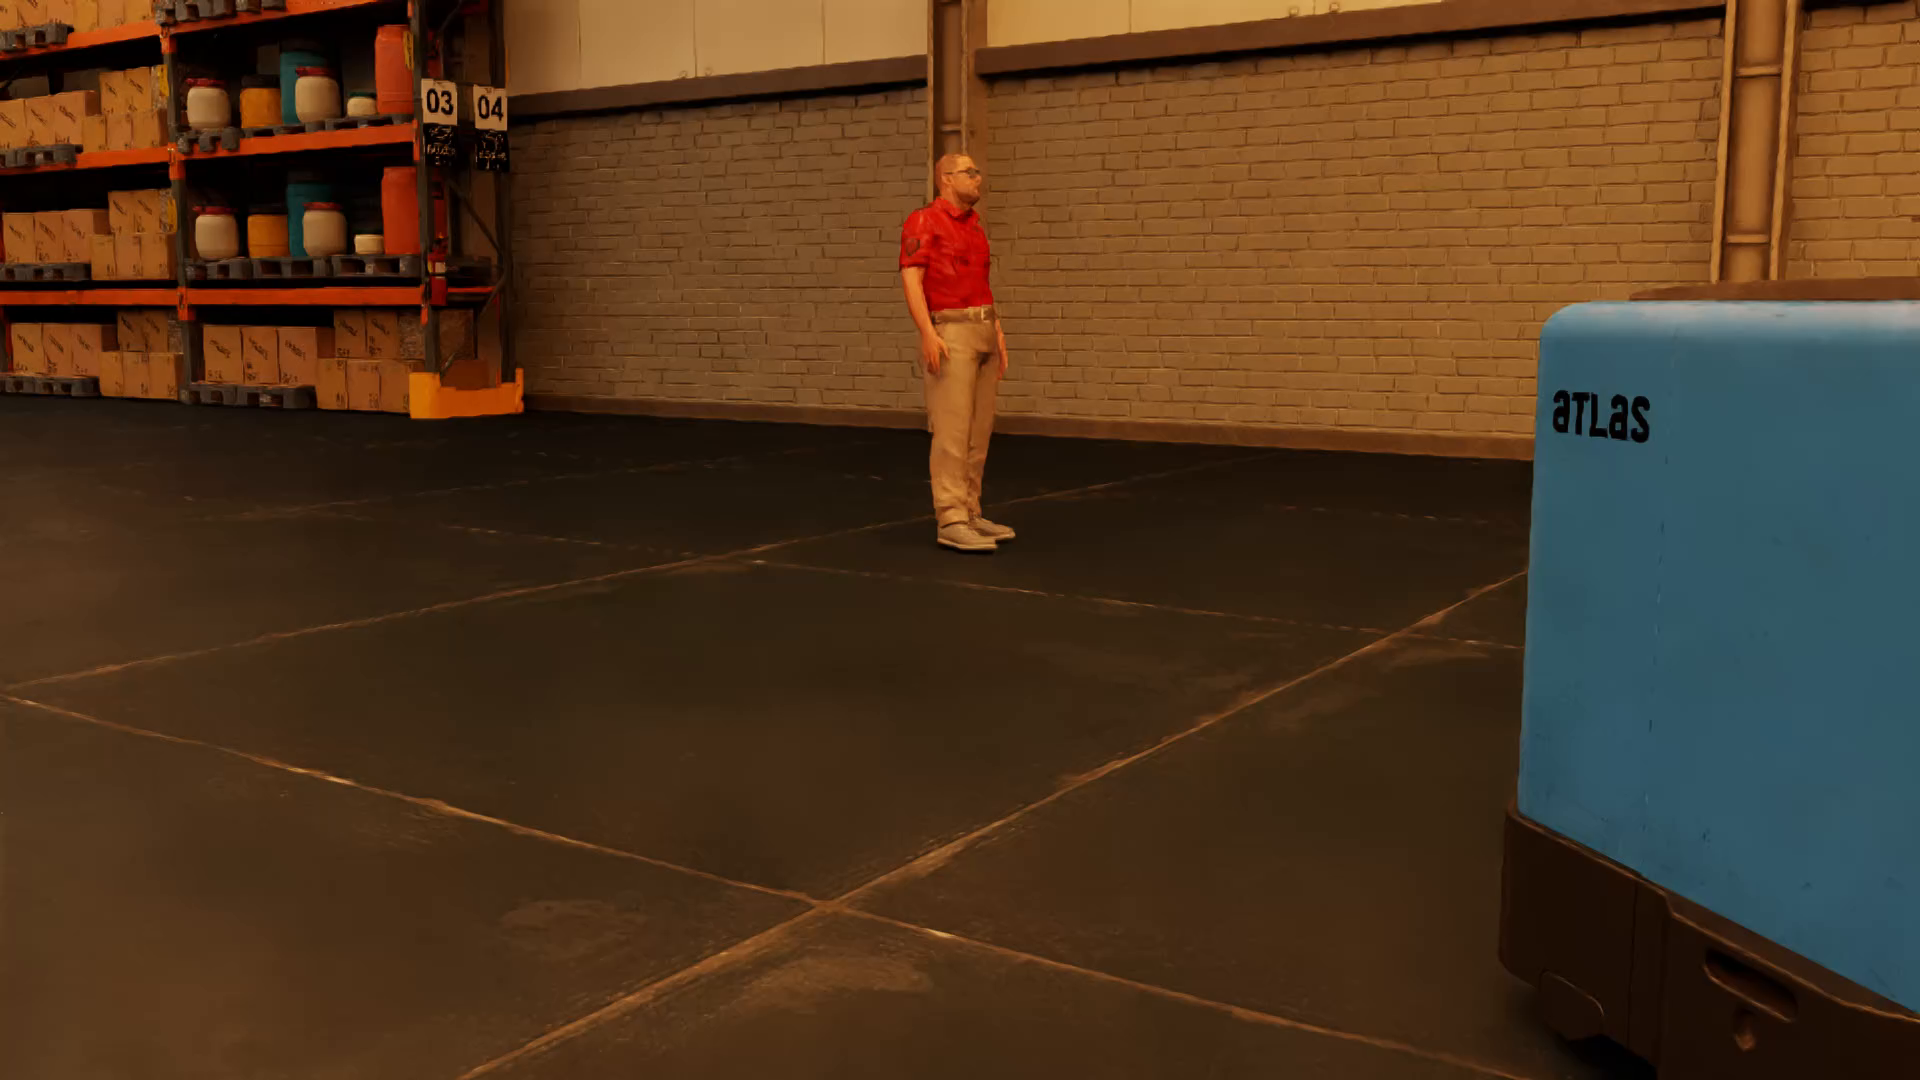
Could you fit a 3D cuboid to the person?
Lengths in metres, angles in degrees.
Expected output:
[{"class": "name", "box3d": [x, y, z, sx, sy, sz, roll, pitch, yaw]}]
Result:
[{"class": "person", "box3d": [0.068, -0.855, 7.421, 0.550, 1.727, 0.640, 5, 10, 34]}]

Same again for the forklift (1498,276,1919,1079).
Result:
[{"class": "forklift", "box3d": [1.707, -0.556, 1.104, 1.130, 2.935, 3.031, -2, 8, -15]}]
